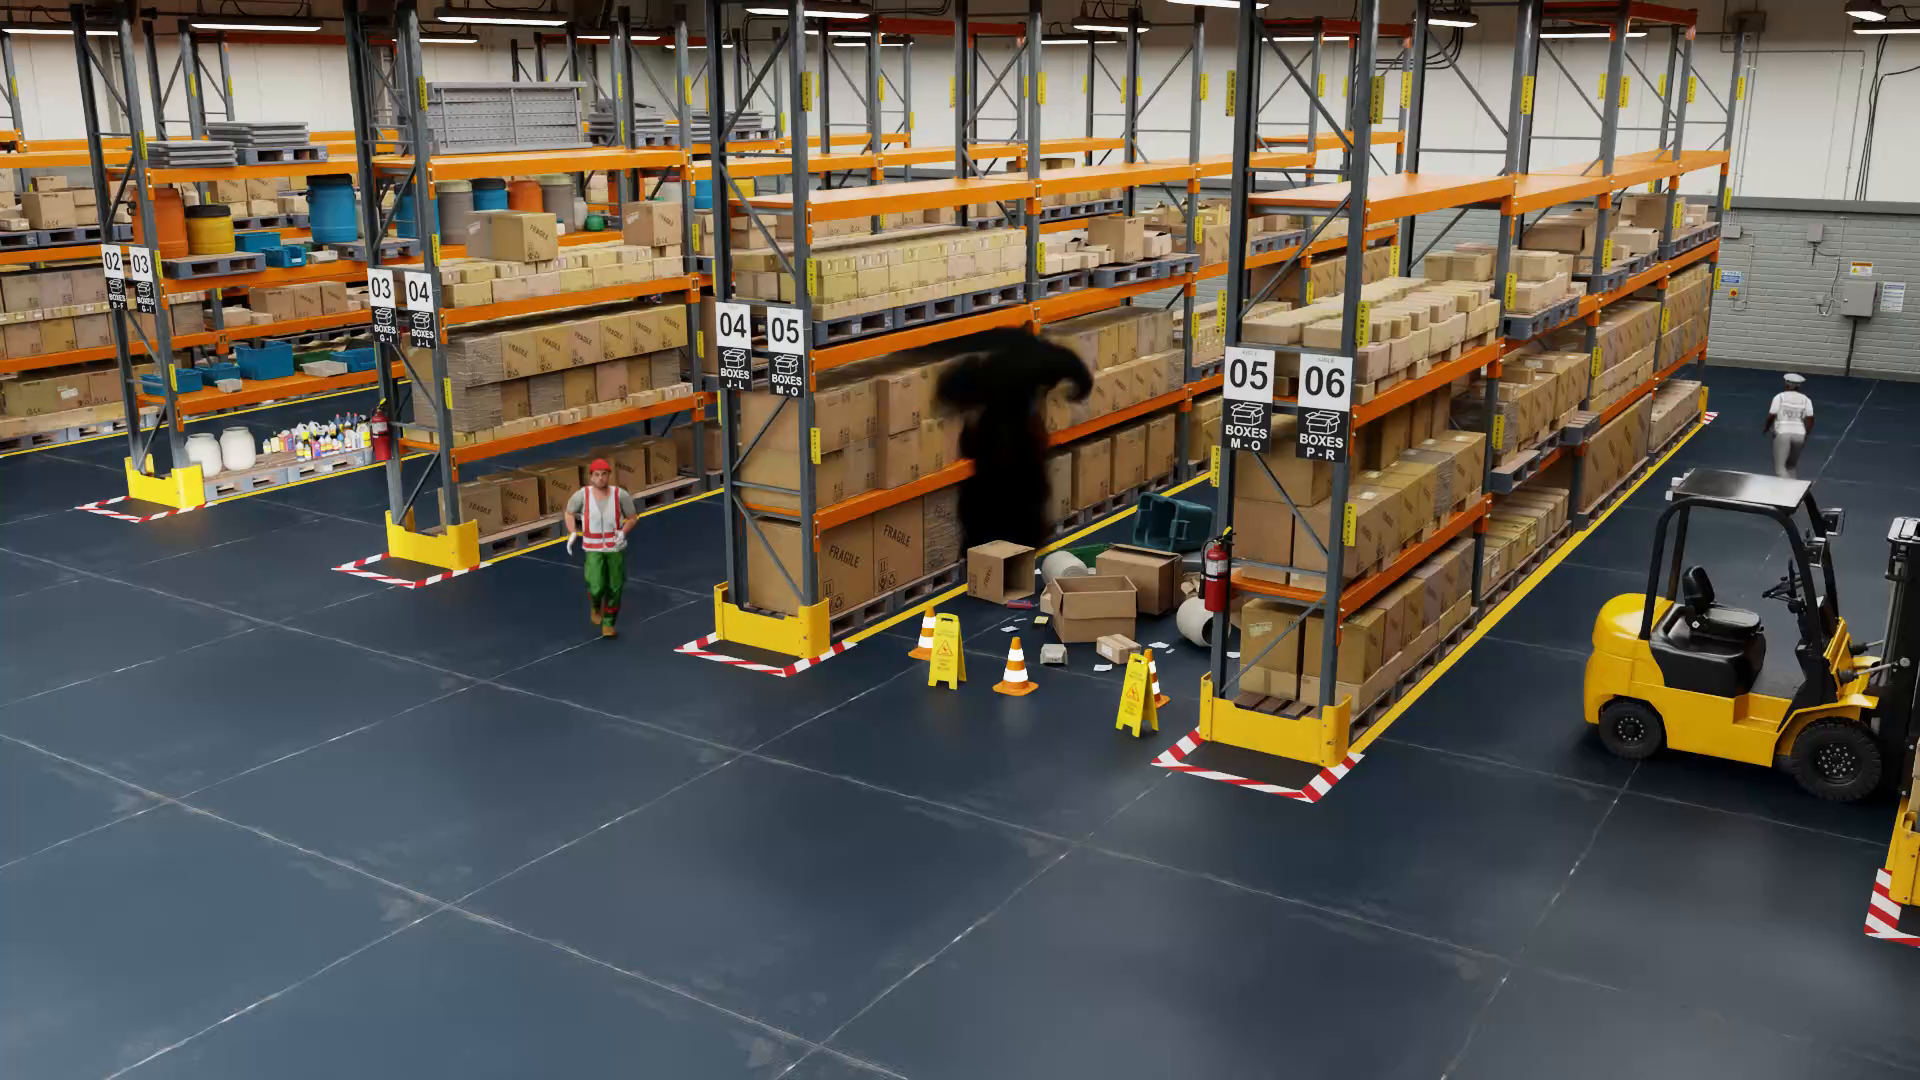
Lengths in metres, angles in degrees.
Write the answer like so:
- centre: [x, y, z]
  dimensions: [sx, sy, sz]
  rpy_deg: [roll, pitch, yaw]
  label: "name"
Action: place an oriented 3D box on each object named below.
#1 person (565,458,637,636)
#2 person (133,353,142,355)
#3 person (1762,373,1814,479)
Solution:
- centre: [-3.351, 0.094, 15.635]
  dimensions: [0.659, 1.738, 0.590]
  rpy_deg: [-4, 16, -15]
  label: "person"
- centre: [-13.764, -3.206, 27.749]
  dimensions: [0.575, 1.622, 0.688]
  rpy_deg: [5, 16, 16]
  label: "person"
- centre: [10.283, -1.218, 20.688]
  dimensions: [0.632, 1.616, 0.822]
  rpy_deg: [-2, 16, -5]
  label: "person"
